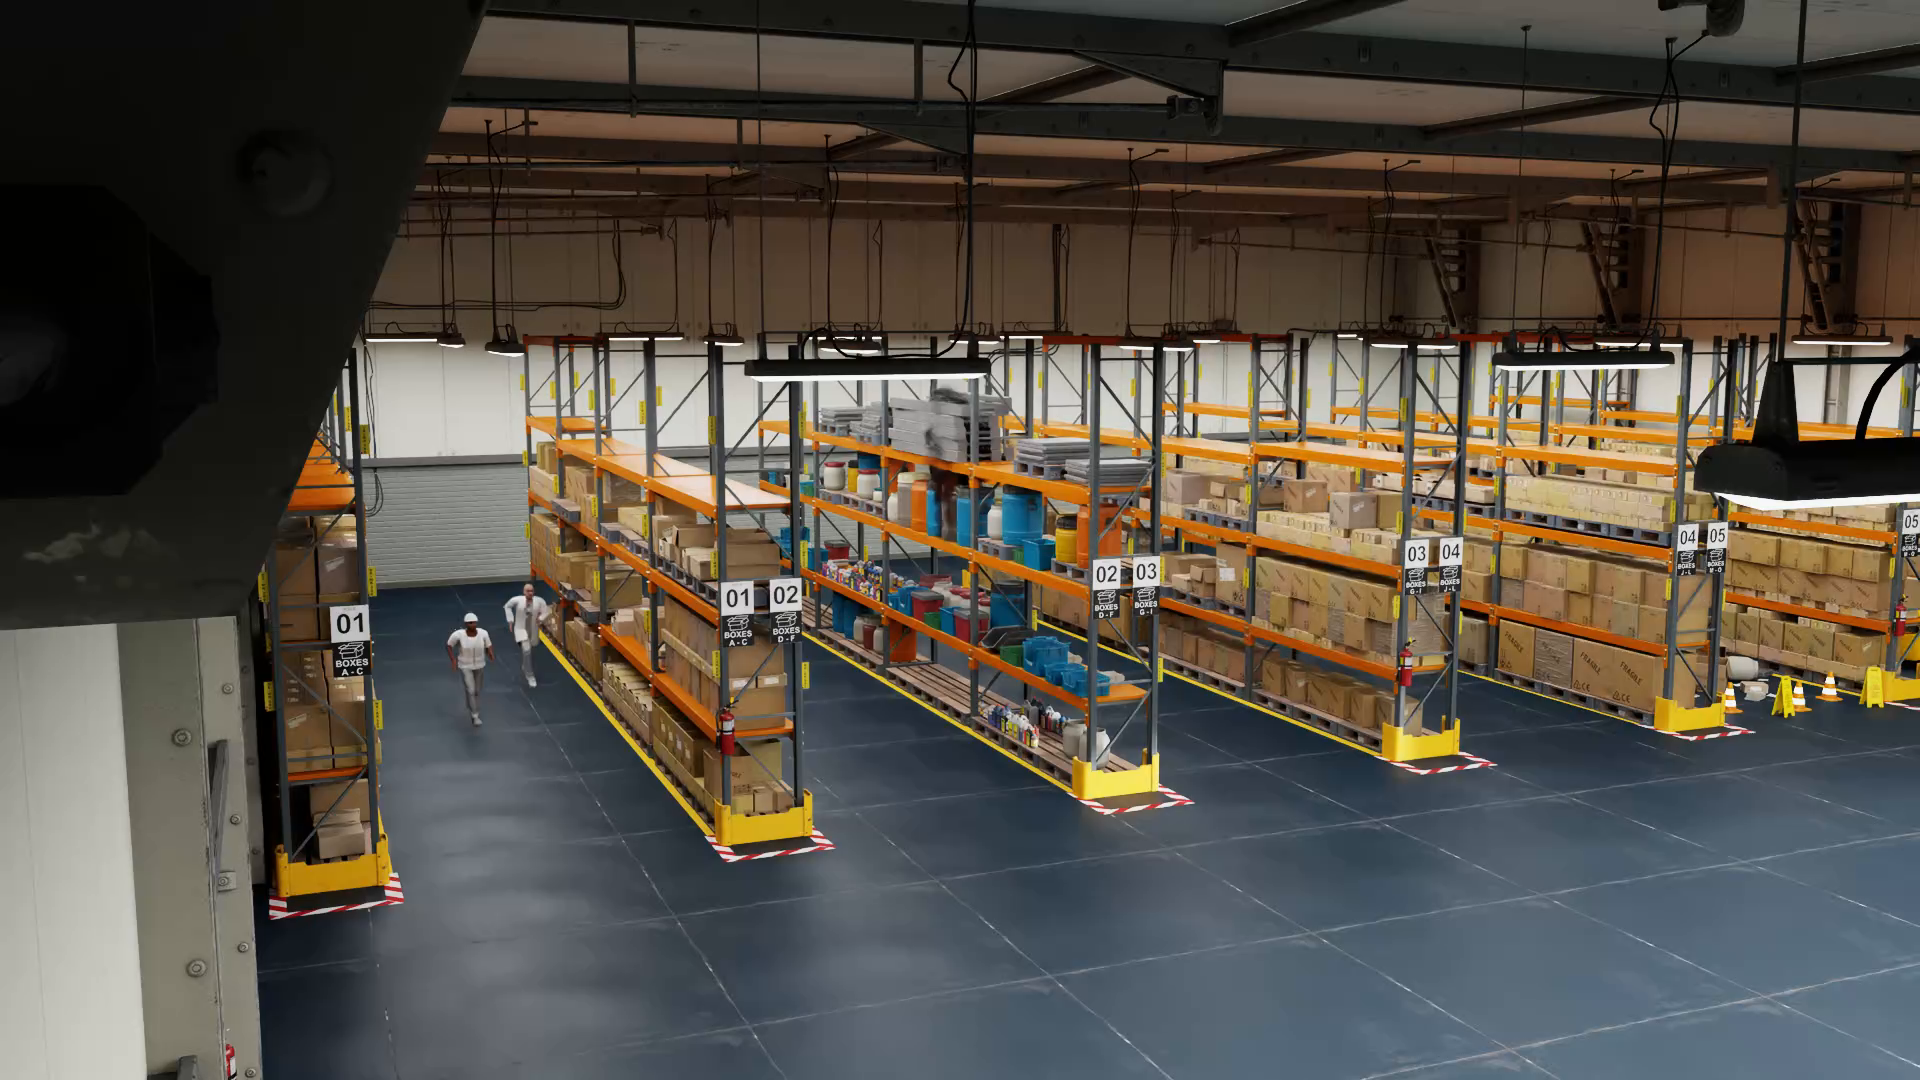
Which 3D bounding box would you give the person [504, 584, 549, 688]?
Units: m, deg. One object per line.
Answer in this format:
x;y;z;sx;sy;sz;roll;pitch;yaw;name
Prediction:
-7.548;1.618;28.995;0.715;1.796;0.973;-4;9;-27;person

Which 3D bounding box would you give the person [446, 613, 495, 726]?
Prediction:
-7.720;1.997;26.205;0.679;1.752;0.911;-5;9;-33;person
